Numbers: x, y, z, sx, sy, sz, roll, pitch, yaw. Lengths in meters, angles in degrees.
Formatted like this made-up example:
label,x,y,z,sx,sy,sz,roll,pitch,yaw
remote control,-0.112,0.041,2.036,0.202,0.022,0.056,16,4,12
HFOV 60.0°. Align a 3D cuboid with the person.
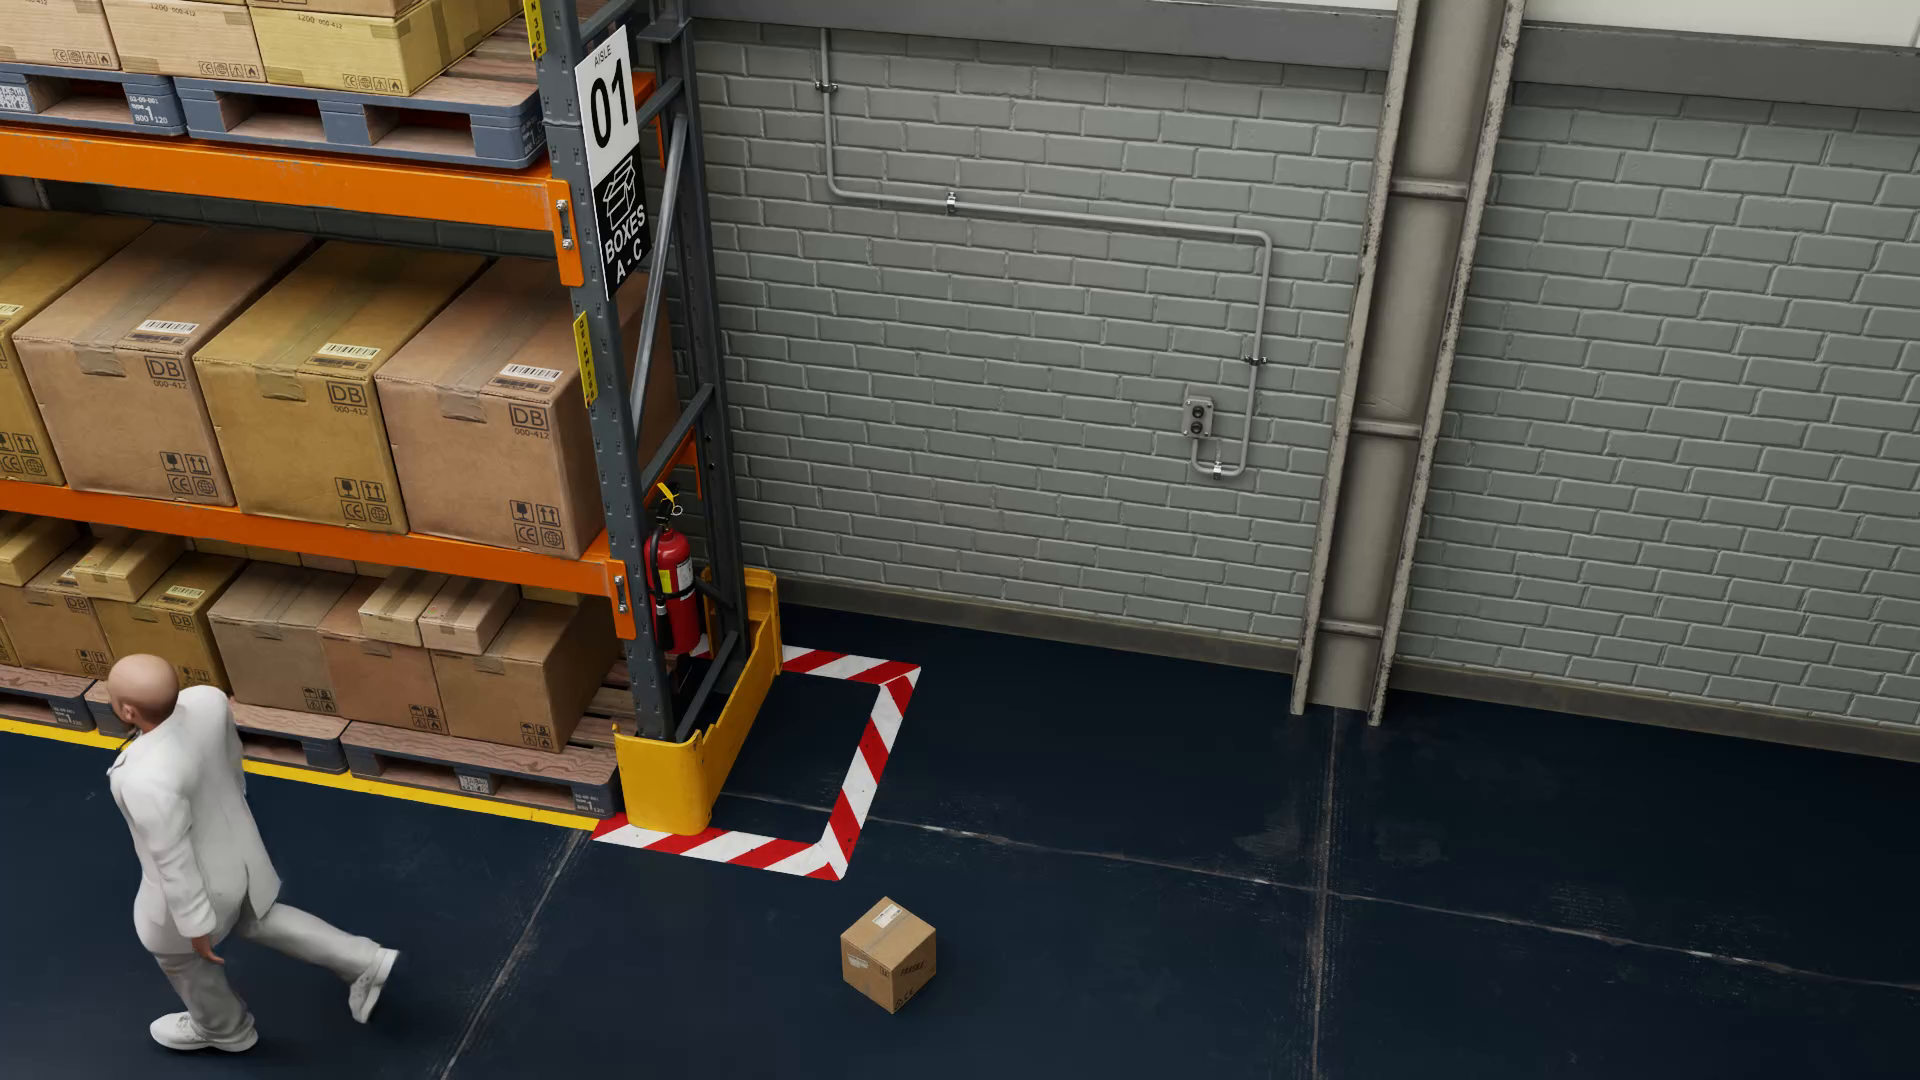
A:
label,x,y,z,sx,sy,sz,roll,pitch,yaw
person,-2.441,1.068,5.510,0.893,1.746,0.629,5,36,7
